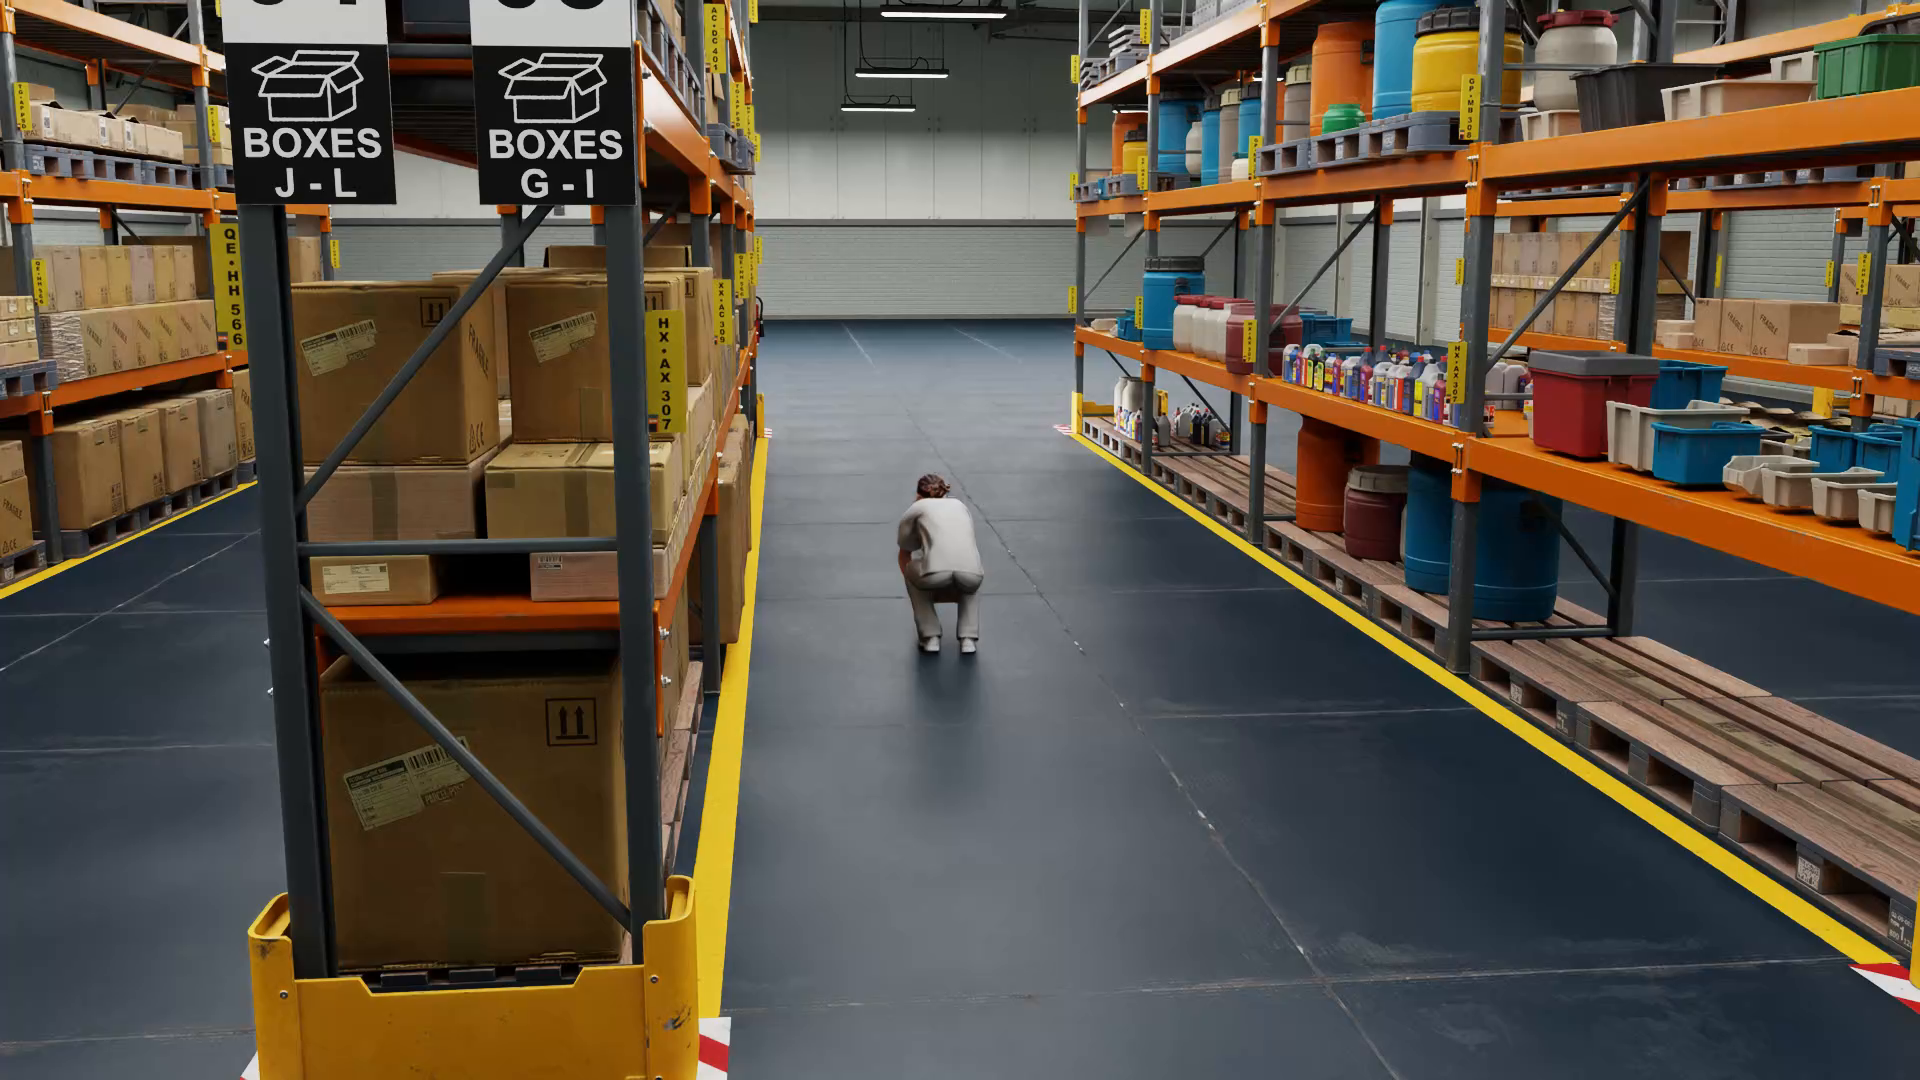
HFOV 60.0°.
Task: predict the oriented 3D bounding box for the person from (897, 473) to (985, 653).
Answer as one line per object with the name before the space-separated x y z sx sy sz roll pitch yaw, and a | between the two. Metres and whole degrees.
person | -0.110 0.134 9.660 0.488 0.978 0.785 -1 10 -6
